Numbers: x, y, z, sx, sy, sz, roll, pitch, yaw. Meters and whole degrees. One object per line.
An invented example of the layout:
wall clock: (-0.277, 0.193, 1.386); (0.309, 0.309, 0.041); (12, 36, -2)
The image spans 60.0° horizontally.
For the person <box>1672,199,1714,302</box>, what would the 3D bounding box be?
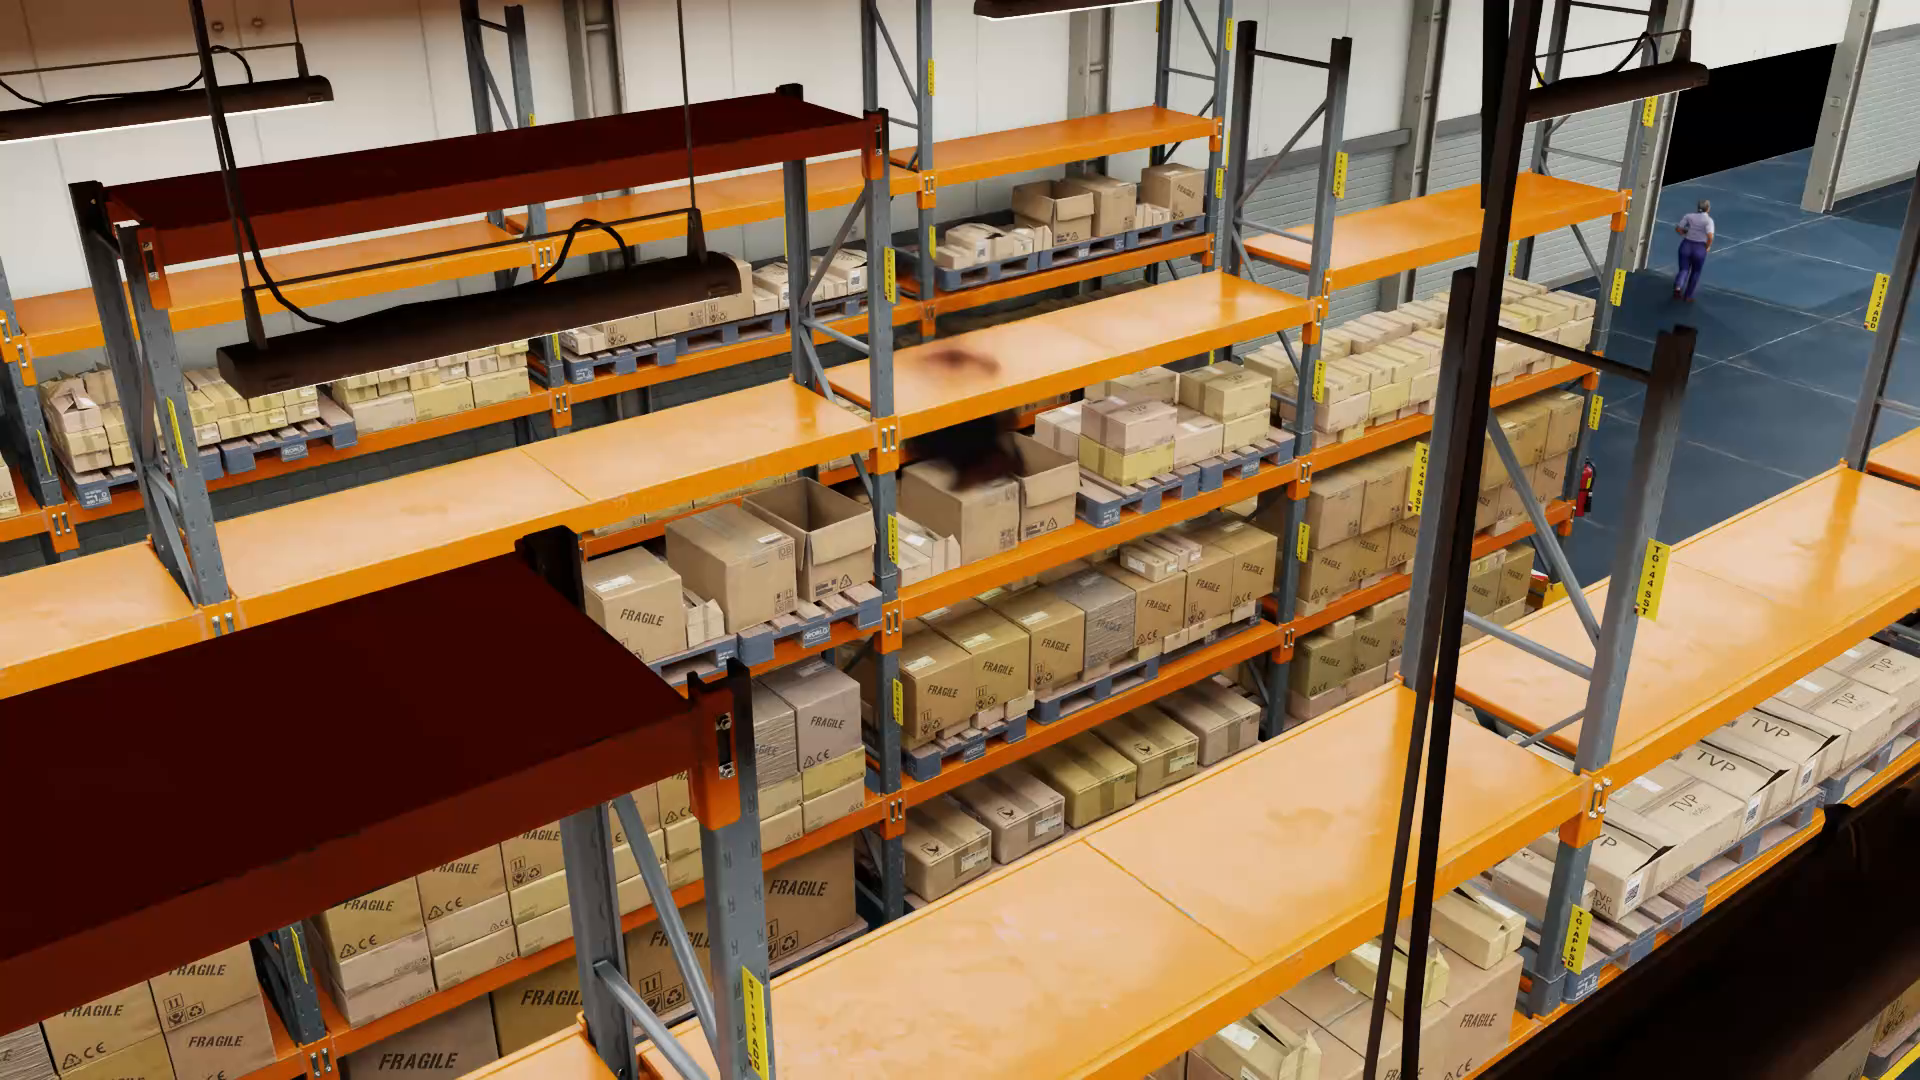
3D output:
person: (11.076, -4.348, 25.172); (0.601, 1.648, 0.757); (20, 33, 35)
